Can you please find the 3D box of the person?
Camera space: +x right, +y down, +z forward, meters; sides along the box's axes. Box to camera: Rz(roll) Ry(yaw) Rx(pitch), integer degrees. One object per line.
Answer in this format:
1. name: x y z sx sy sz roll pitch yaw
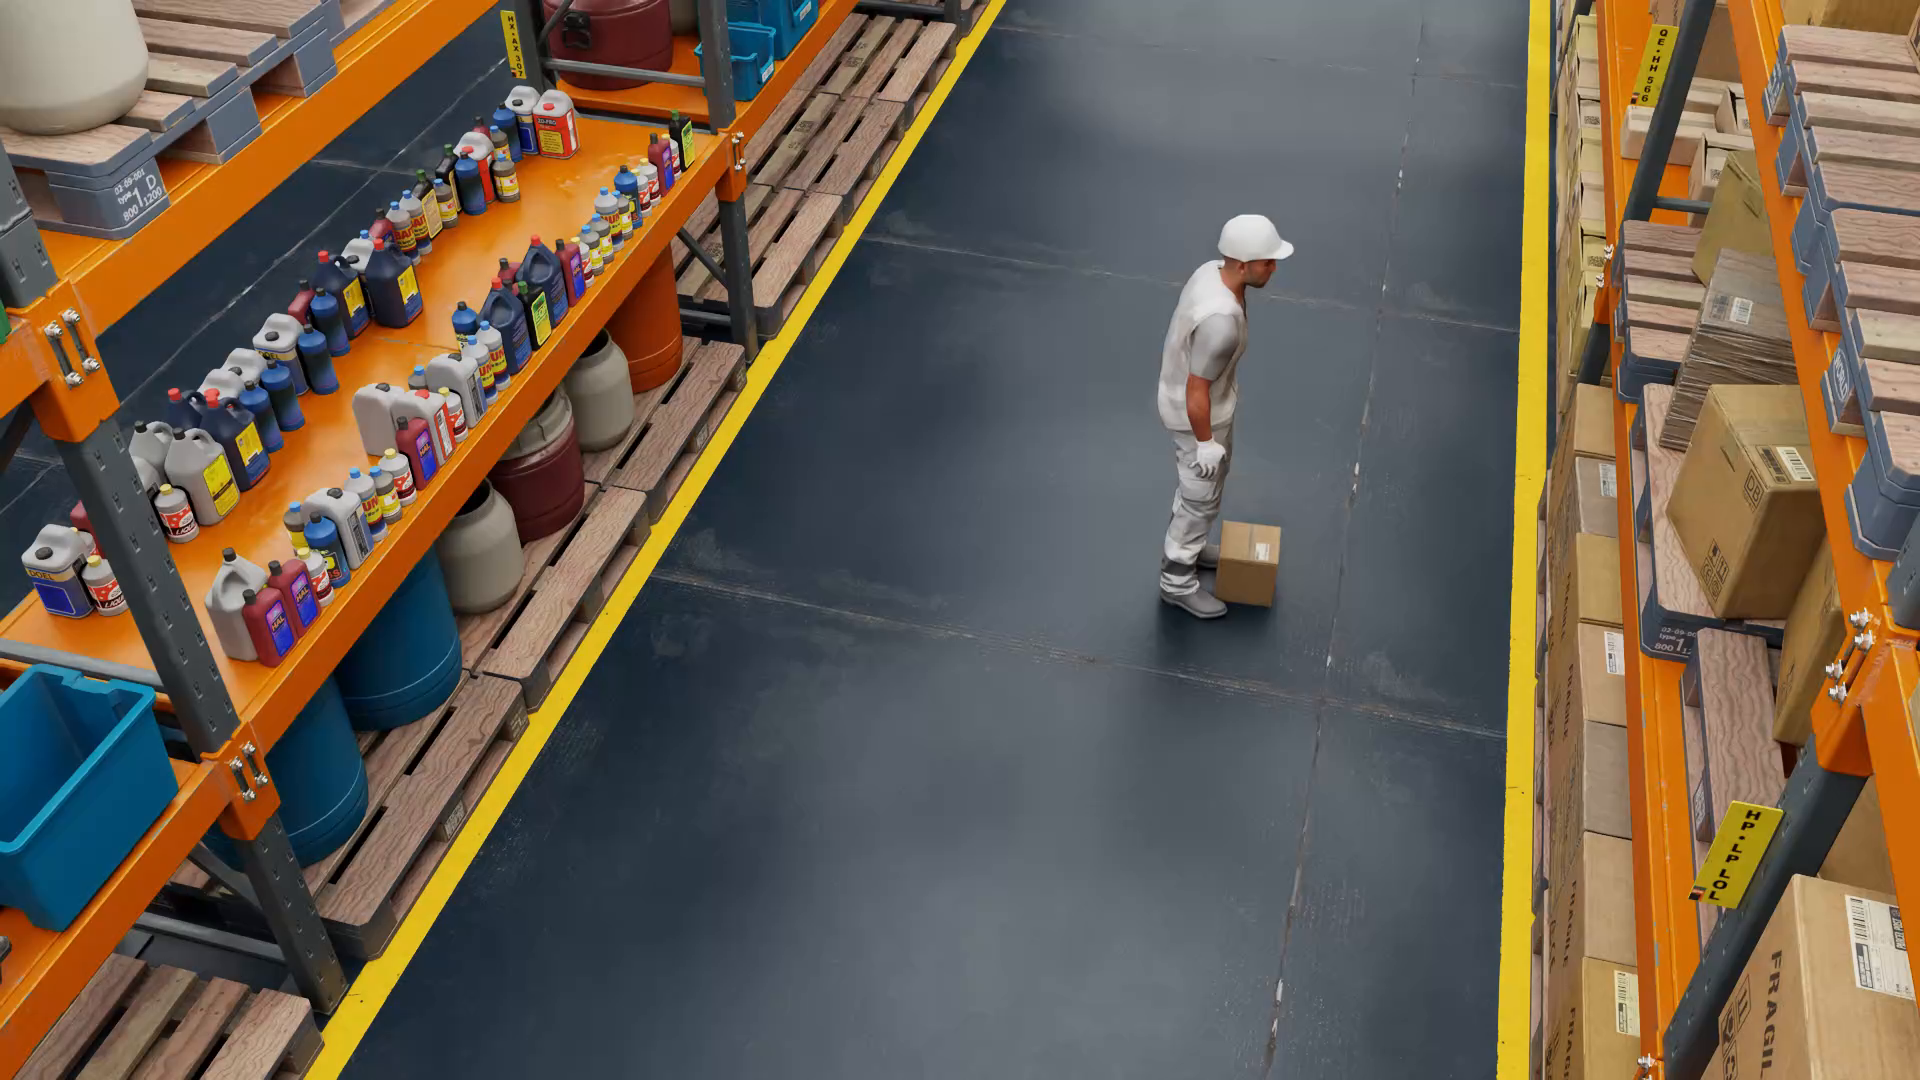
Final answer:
1. person: 1.024 -0.517 6.750 0.454 1.777 0.608 8 41 9
